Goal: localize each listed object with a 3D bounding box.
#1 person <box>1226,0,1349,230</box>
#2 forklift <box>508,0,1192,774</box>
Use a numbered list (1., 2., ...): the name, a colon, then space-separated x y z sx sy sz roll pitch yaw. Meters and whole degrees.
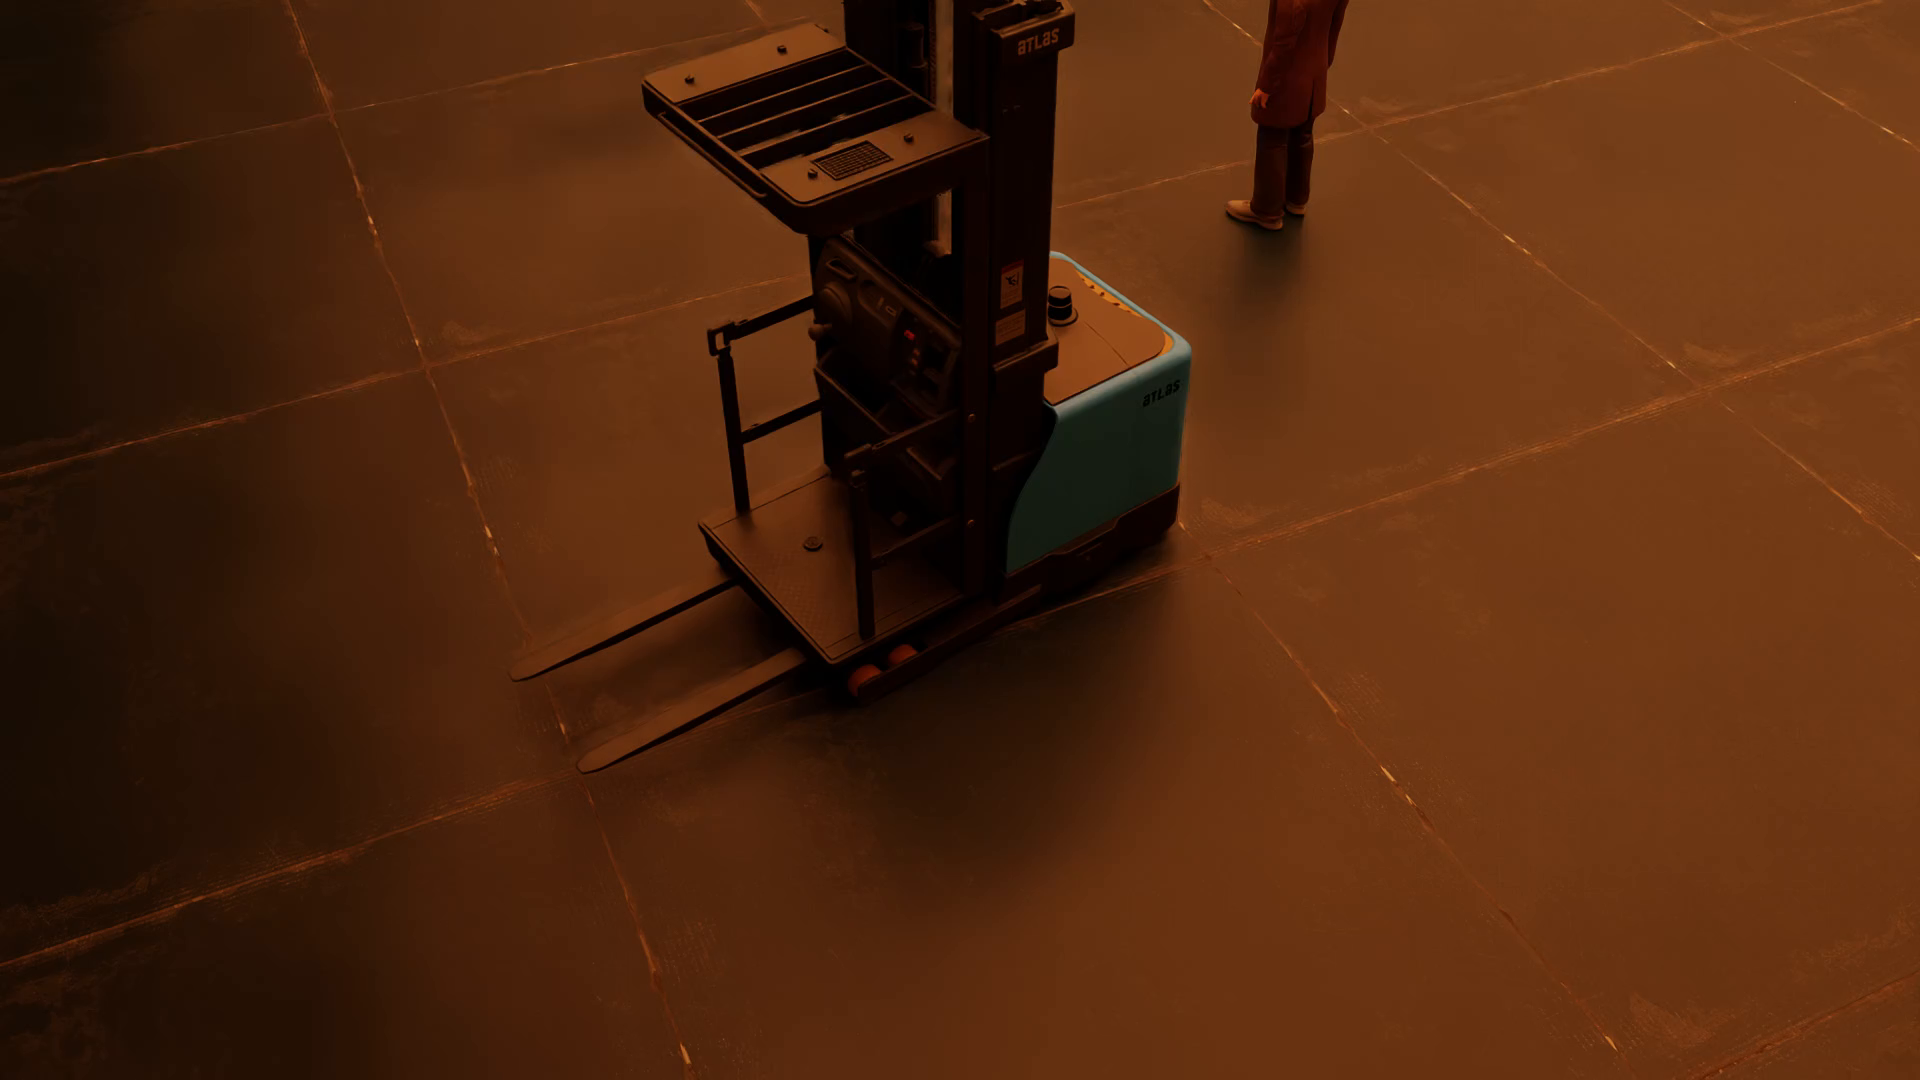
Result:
1. person: 1.836 -2.604 9.314 0.556 1.782 0.390 -31 51 -29
2. forklift: -0.467 -0.790 6.527 3.031 2.935 1.130 -27 49 -26
